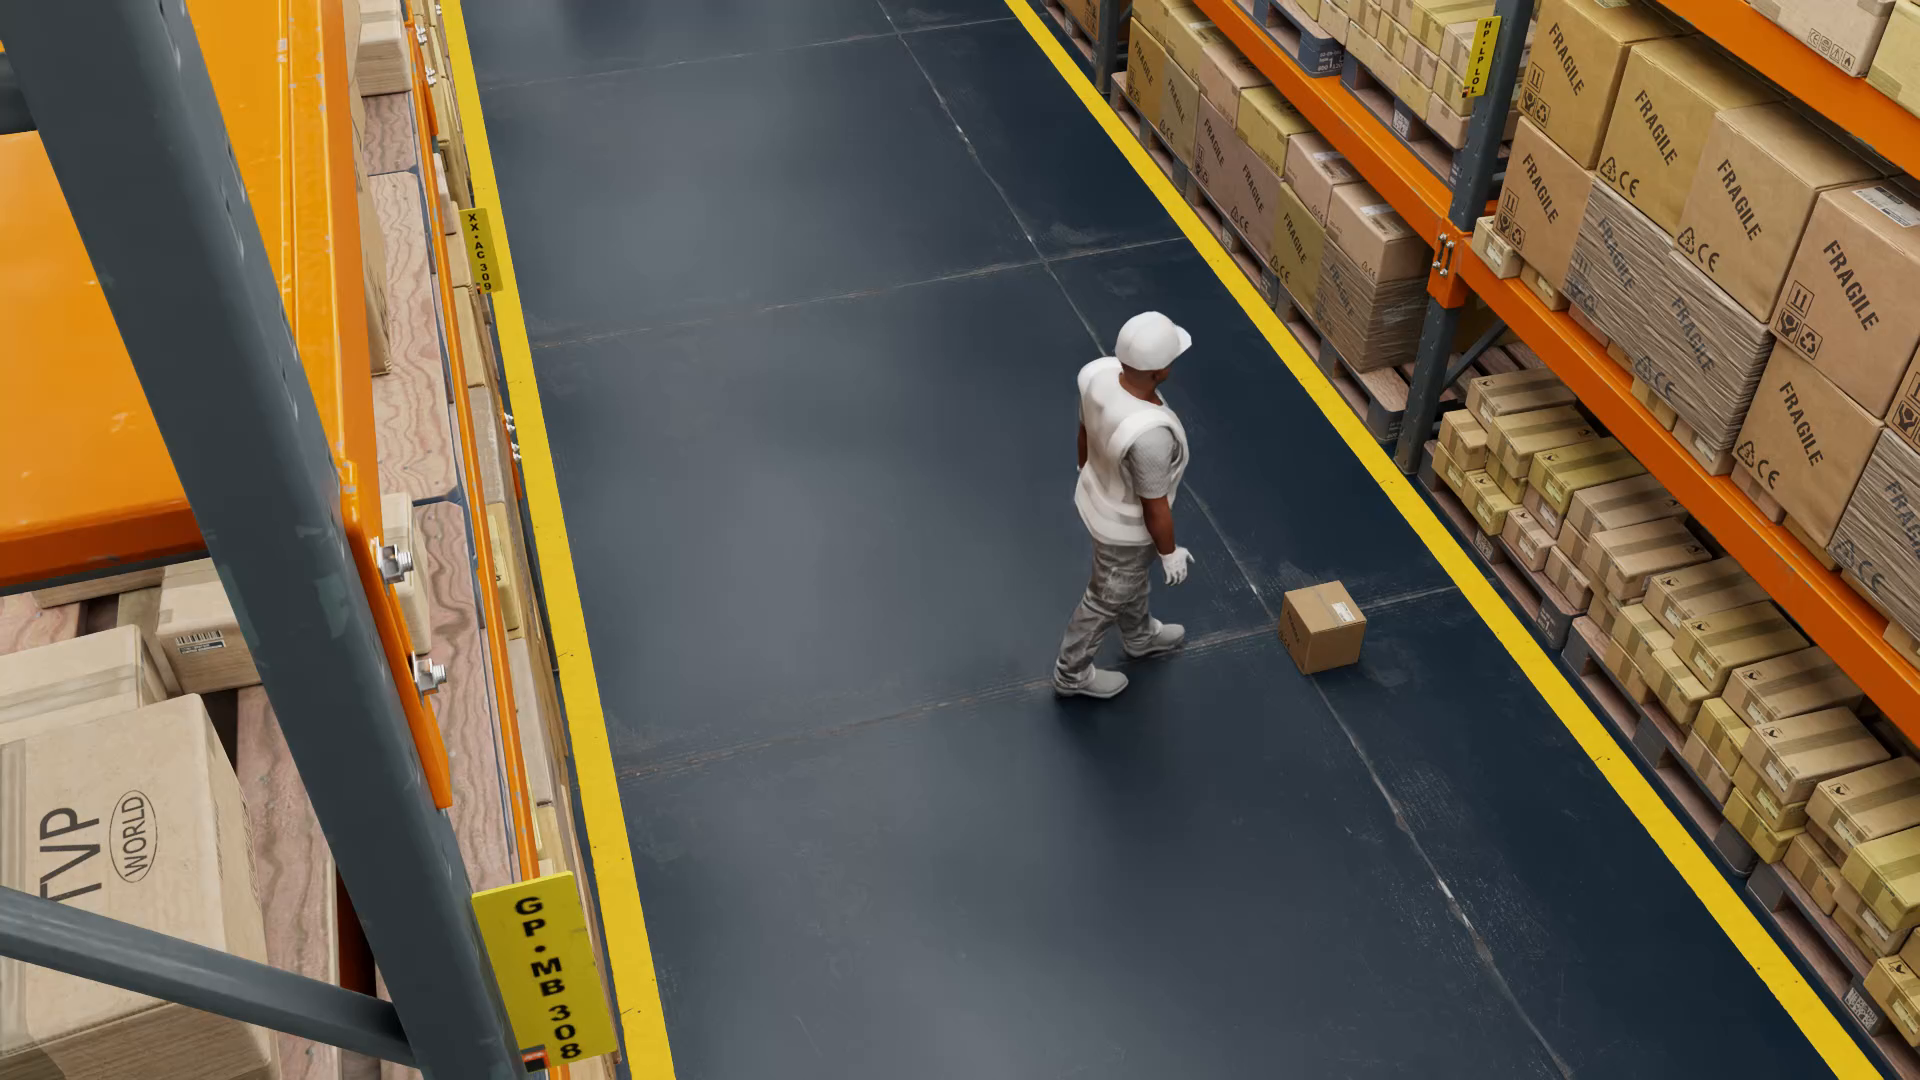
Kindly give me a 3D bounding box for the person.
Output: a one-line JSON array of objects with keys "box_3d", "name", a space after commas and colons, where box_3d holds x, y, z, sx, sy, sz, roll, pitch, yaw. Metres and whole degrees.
[{"box_3d": [0.686, -0.095, 6.243, 0.640, 1.801, 0.586, -9, 43, -10], "name": "person"}]
